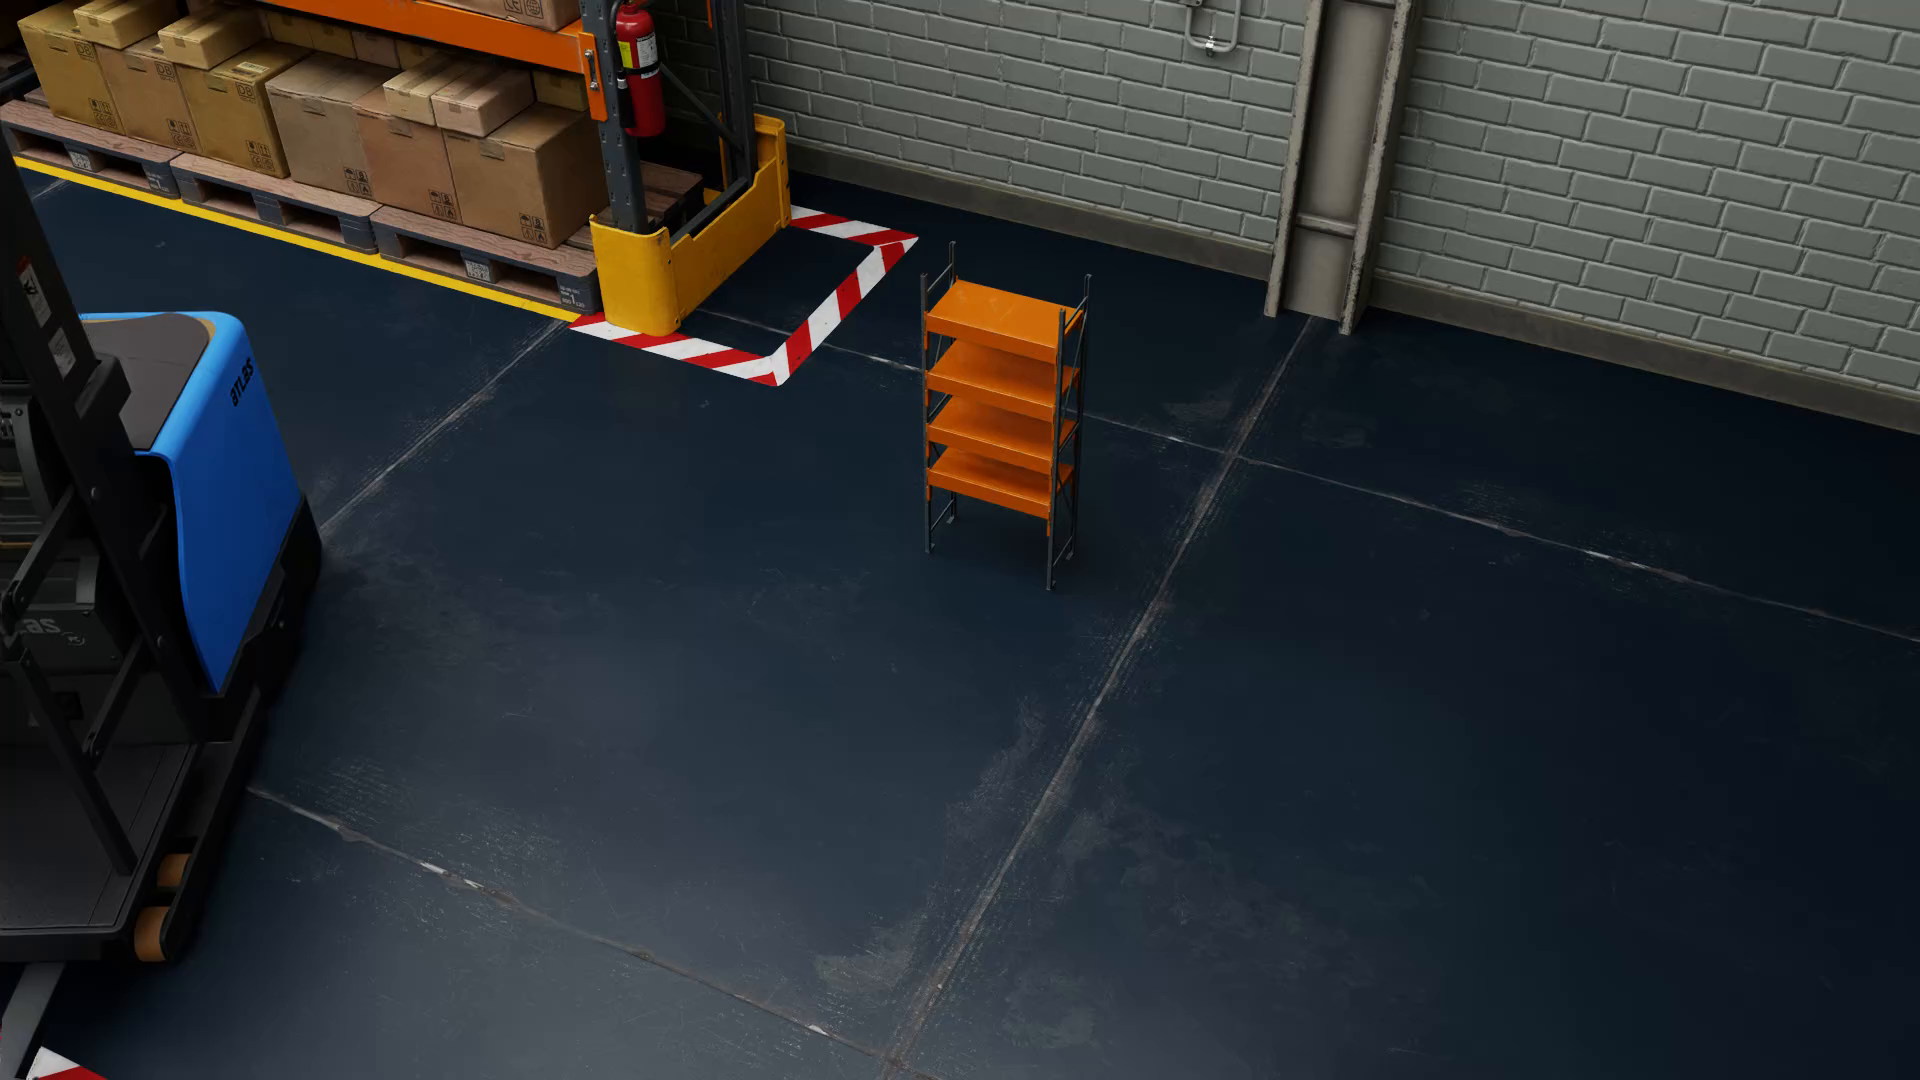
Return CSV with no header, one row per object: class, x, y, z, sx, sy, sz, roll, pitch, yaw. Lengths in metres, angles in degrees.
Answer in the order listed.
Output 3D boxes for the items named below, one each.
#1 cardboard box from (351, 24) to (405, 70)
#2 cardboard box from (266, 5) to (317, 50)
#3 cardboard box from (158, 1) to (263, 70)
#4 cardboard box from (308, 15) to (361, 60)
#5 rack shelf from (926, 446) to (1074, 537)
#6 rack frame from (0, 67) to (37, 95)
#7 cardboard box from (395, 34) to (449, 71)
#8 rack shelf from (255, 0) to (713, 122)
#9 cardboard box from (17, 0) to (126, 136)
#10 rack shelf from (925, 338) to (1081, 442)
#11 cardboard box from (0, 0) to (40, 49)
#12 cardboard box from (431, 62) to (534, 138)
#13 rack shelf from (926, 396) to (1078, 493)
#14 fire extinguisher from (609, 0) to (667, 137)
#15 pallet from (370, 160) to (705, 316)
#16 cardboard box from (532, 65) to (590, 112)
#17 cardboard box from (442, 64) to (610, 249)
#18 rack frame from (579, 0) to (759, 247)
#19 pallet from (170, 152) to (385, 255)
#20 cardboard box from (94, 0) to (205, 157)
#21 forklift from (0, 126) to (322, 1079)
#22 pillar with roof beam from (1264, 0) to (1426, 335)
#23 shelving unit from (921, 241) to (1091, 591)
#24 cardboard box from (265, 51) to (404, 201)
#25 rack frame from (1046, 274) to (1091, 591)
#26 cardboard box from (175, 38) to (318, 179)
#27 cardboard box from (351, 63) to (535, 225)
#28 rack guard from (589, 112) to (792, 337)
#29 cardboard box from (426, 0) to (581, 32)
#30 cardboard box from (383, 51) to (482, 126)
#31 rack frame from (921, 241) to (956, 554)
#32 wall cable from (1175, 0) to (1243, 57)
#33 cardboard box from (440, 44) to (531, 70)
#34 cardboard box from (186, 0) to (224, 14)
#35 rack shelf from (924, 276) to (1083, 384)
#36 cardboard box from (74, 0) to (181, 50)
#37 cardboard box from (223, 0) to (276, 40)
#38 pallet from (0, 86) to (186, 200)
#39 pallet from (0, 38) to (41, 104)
cardboard box,-2.611,-2.366,7.782,0.250,0.149,0.380,18,44,19
cardboard box,-3.073,-2.507,7.945,0.250,0.149,0.380,16,43,18
cardboard box,-3.500,-2.360,7.776,0.250,0.149,0.380,16,43,17
cardboard box,-2.844,-2.437,7.864,0.250,0.149,0.380,17,44,19
rack shelf,0.150,-0.207,5.978,0.480,0.148,0.258,17,44,19
rack frame,-4.841,-3.517,8.017,0.127,3.000,1.000,17,44,19
cardboard box,-2.380,-2.296,7.701,0.250,0.149,0.380,17,44,19
rack shelf,-3.028,-2.691,7.614,4.000,0.370,1.077,17,44,19
cardboard box,-4.206,-2.463,8.389,0.500,0.500,0.700,18,44,19
rack shelf,0.150,-0.526,5.702,0.480,0.148,0.258,17,44,19
cardboard box,-5.485,-2.966,8.702,0.750,0.750,0.750,17,44,19
cardboard box,-2.086,-1.930,7.279,0.250,0.149,0.380,16,44,18
rack shelf,0.150,-0.357,5.848,0.480,0.148,0.258,17,44,19
fire extinguisher,-1.274,-1.923,6.522,0.183,0.674,0.296,17,44,19
pallet,-1.973,-1.530,7.854,1.213,0.211,1.003,17,44,19
cardboard box,-1.694,-2.087,7.460,0.250,0.149,0.380,17,44,19
cardboard box,-1.892,-1.757,7.575,0.500,0.500,0.700,17,44,19
rack frame,-1.216,-2.409,6.739,0.127,3.000,1.000,17,44,19
pallet,-3.075,-1.869,8.245,1.213,0.211,1.003,17,44,19
cardboard box,-3.752,-2.322,8.226,0.500,0.500,0.700,17,44,18
forklift,-2.823,-0.081,4.106,1.130,2.935,3.031,-1,41,-1
pillar with roof beam,-0.223,-1.886,1.556,0.400,9.000,9.100,17,44,19
shelving unit,0.150,-0.408,5.804,0.503,1.200,0.258,17,44,19
cardboard box,-2.802,-2.035,7.895,0.500,0.500,0.700,16,43,17
rack frame,0.371,-0.340,5.726,0.015,1.200,0.240,17,44,19
cardboard box,-3.288,-2.178,8.061,0.500,0.500,0.700,18,44,20
cardboard box,-2.346,-1.896,7.735,0.500,0.500,0.700,17,44,19
rack guard,-1.194,-1.458,7.550,0.348,0.500,1.175,17,44,19
cardboard box,-1.682,-2.658,6.797,0.700,0.700,0.980,19,44,21
cardboard box,-2.318,-2.000,7.360,0.250,0.149,0.380,18,44,20
rack frame,-0.071,-0.475,5.882,0.015,1.200,0.240,17,44,19
wall cable,0.345,-3.000,6.645,1.851,1.984,0.084,17,44,19
cardboard box,-2.154,-2.226,7.621,0.250,0.149,0.380,17,44,19
cardboard box,-3.536,-2.649,8.108,0.250,0.149,0.380,16,43,17
rack shelf,0.150,-0.704,5.547,0.480,0.148,0.258,17,44,19
cardboard box,-3.973,-2.505,7.942,0.250,0.149,0.380,18,44,20
cardboard box,-3.308,-2.578,8.027,0.250,0.149,0.380,17,44,19
pallet,-4.185,-2.206,8.634,1.213,0.211,1.003,17,44,19
pallet,-5.572,-2.632,9.125,1.213,0.211,1.003,17,44,19
